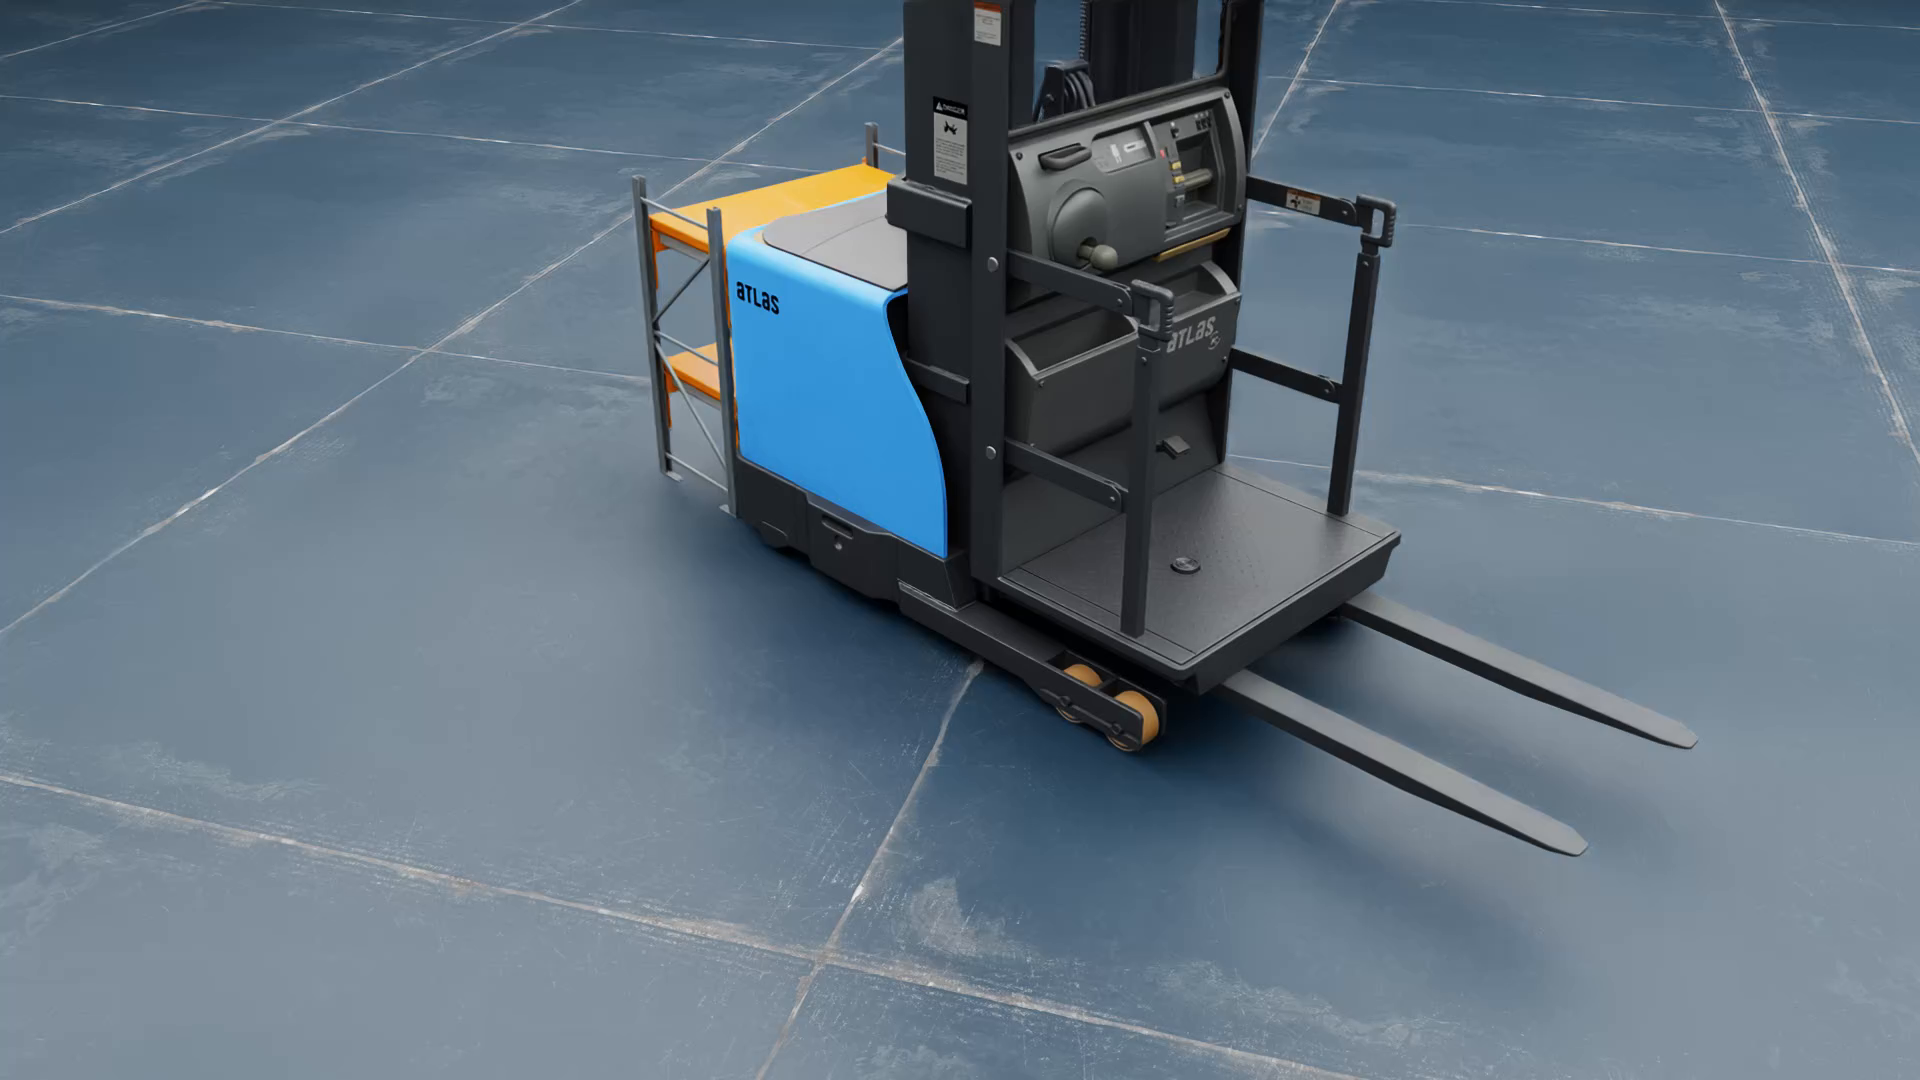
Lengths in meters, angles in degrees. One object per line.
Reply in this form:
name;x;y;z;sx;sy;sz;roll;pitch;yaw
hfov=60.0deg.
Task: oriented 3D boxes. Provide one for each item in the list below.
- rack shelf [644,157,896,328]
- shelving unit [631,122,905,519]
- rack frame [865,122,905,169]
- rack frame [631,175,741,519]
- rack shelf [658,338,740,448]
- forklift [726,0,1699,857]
rack shelf;-0.563;-1.080;5.932;1.000;0.278;0.538;-23;37;-35
shelving unit;-0.563;-0.824;6.075;1.048;1.125;0.538;-23;37;-35
rack frame;-0.182;-0.988;6.368;0.032;1.125;0.500;-23;37;-35
rack frame;-0.945;-0.661;5.781;0.032;1.125;0.500;-23;37;-35
rack shelf;-0.563;-0.611;6.194;1.000;0.278;0.538;-23;37;-35
forklift;0.633;-0.972;4.482;1.130;2.935;3.031;-26;38;-38
